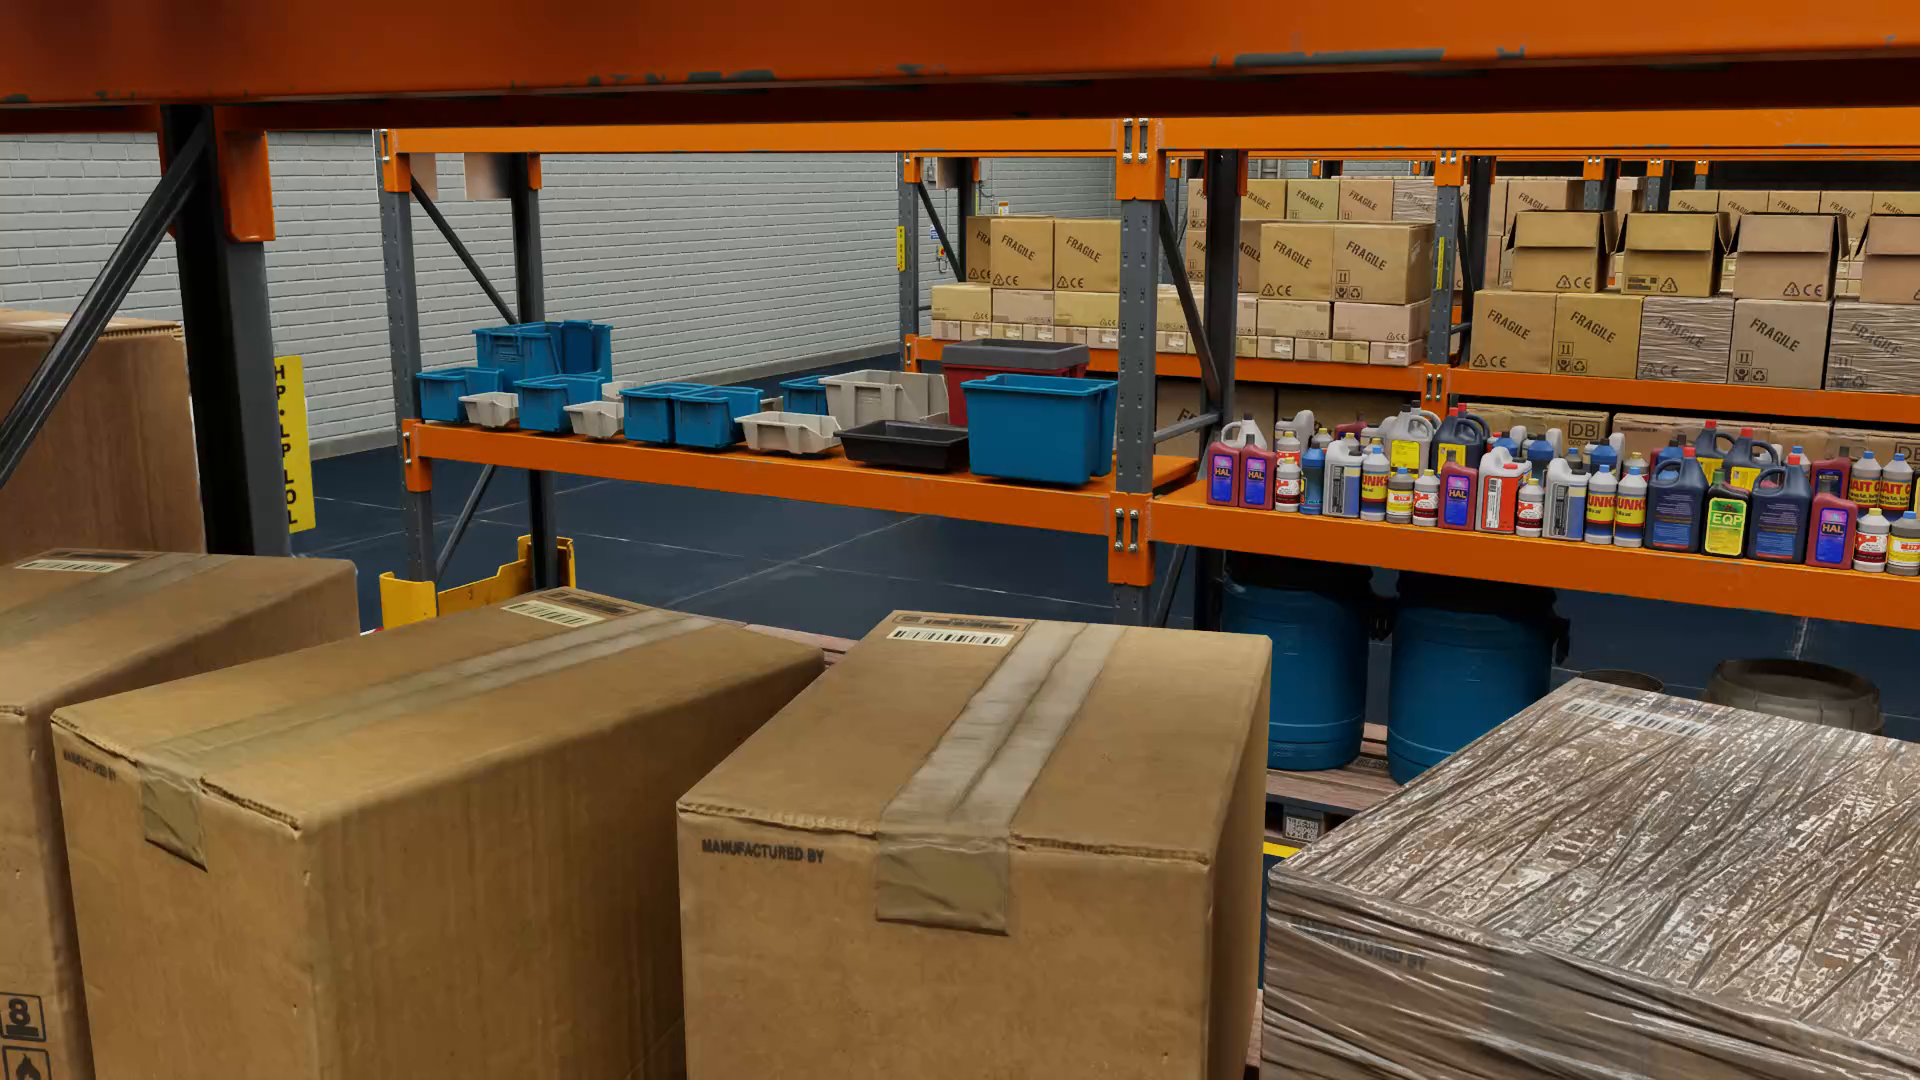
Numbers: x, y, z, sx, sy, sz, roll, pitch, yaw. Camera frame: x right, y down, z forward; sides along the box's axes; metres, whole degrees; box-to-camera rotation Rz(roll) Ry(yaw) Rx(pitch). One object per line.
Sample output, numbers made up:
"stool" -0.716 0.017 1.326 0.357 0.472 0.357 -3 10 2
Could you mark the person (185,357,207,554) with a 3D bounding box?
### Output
"person" -4.096 -0.185 8.736 0.497 1.622 1.044 6 14 26
